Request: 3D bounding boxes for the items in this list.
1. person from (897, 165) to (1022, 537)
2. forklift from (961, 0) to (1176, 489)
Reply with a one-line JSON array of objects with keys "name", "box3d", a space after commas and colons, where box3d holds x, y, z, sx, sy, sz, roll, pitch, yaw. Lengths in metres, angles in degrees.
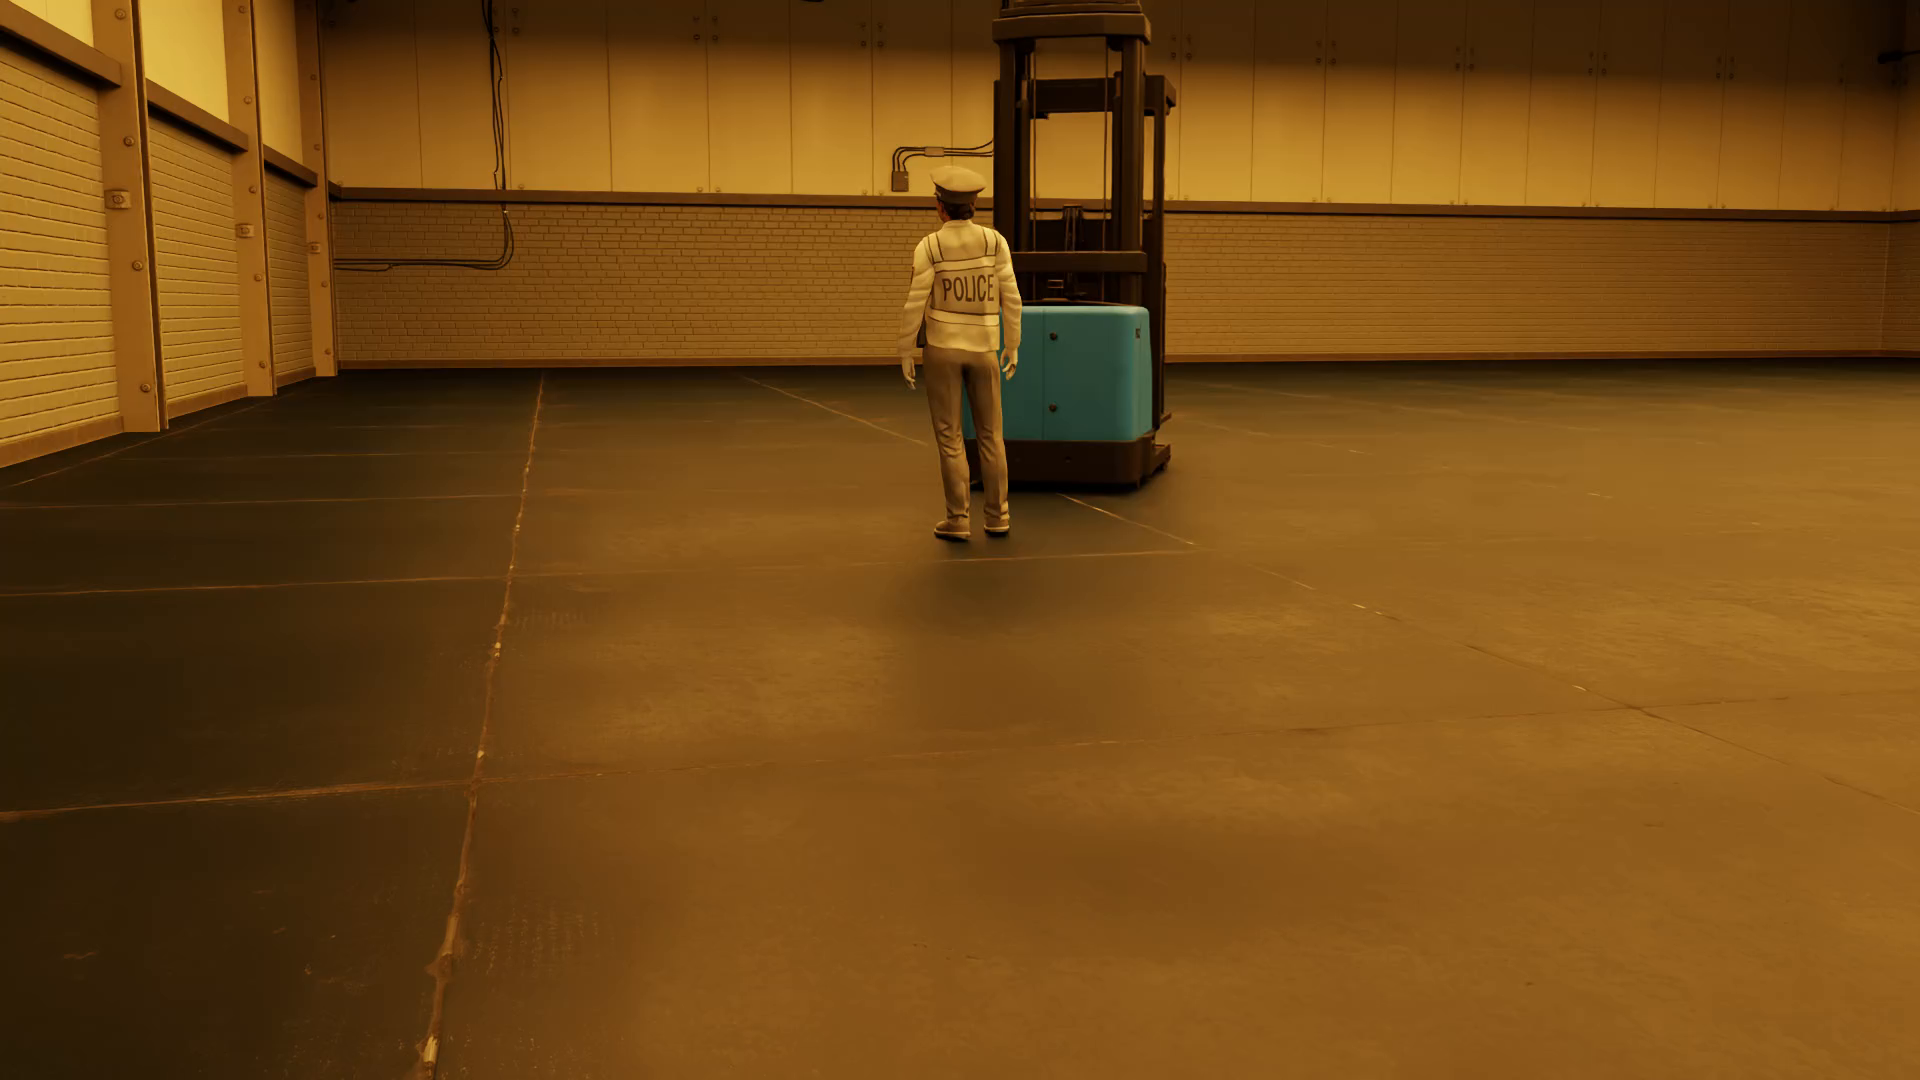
[{"name": "person", "box3d": [-0.009, -0.856, 7.657, 0.586, 1.694, 0.530, -2, 8, -13]}, {"name": "forklift", "box3d": [0.807, -1.920, 10.846, 1.130, 2.935, 3.031, 2, 8, 13]}]
